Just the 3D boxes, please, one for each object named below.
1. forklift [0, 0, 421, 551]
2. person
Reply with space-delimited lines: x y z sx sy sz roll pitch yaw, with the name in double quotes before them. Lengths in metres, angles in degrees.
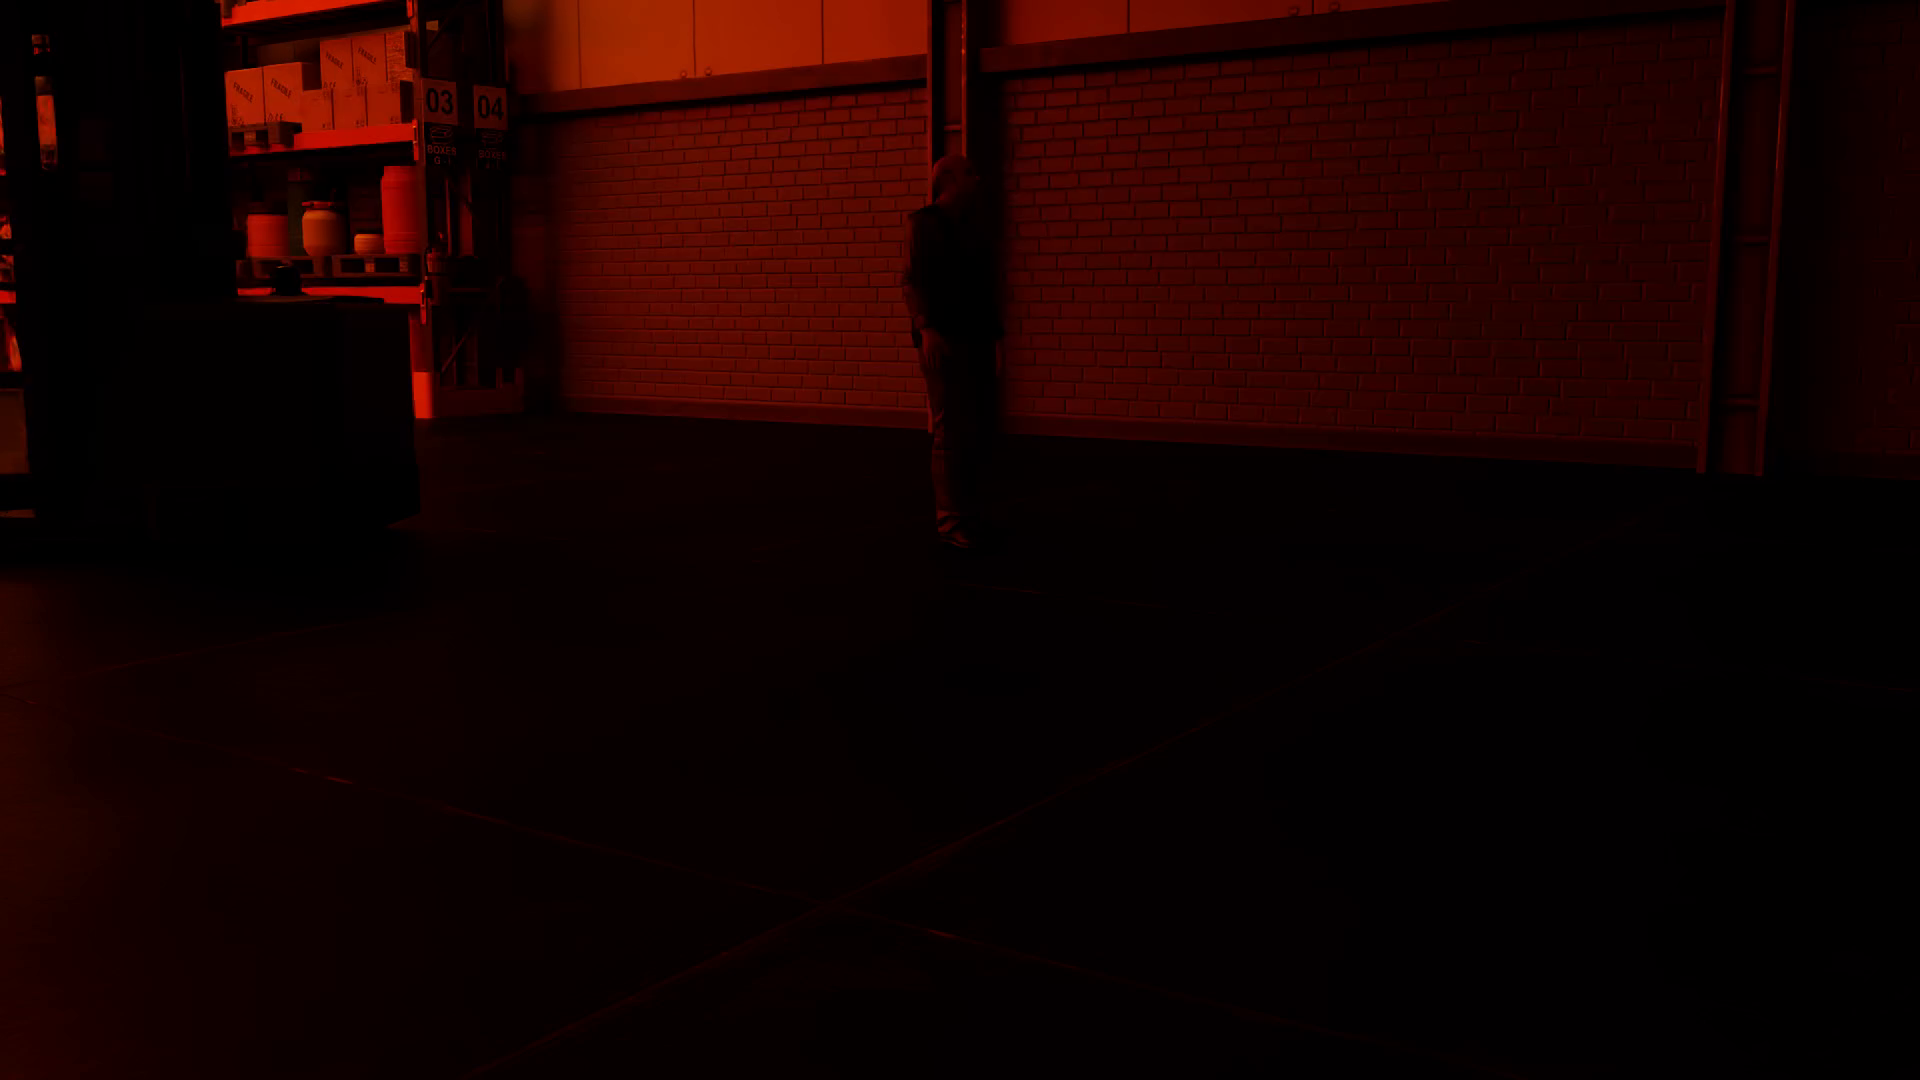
"forklift" -4.114 -1.451 7.394 3.031 2.935 1.130 0 8 1
"person" 0.047 -0.854 7.440 0.568 1.720 0.632 5 10 34
